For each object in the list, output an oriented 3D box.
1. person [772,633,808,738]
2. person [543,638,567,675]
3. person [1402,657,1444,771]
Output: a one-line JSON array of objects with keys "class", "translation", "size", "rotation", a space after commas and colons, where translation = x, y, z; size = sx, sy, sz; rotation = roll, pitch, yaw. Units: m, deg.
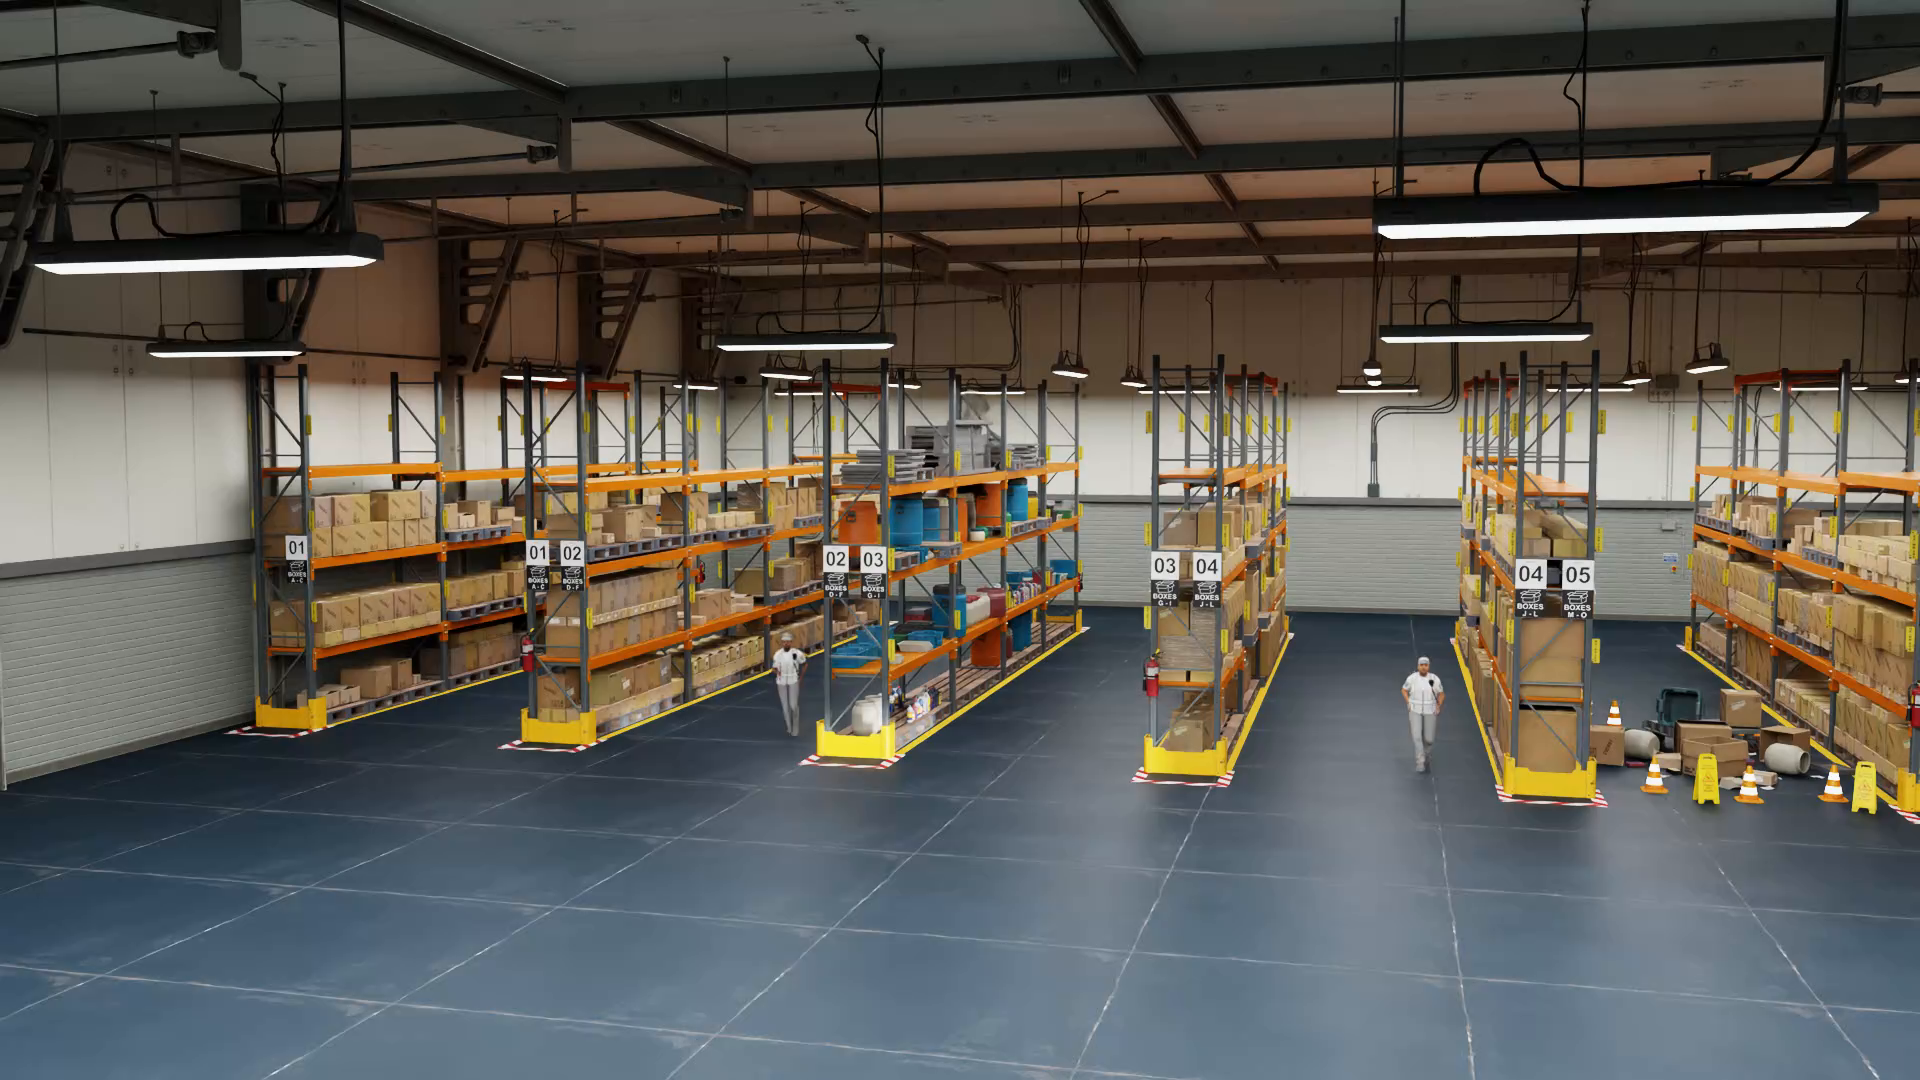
[{"class": "person", "translation": [-2.744, 2.328, 26.678], "size": [0.548, 1.703, 0.681], "rotation": [0, 4, 4]}, {"class": "person", "translation": [-7.249, 2.121, 29.812], "size": [0.550, 1.626, 0.646], "rotation": [0, 4, 6]}, {"class": "person", "translation": [6.776, 2.524, 24.358], "size": [0.608, 1.641, 0.670], "rotation": [1, 4, 15]}]
